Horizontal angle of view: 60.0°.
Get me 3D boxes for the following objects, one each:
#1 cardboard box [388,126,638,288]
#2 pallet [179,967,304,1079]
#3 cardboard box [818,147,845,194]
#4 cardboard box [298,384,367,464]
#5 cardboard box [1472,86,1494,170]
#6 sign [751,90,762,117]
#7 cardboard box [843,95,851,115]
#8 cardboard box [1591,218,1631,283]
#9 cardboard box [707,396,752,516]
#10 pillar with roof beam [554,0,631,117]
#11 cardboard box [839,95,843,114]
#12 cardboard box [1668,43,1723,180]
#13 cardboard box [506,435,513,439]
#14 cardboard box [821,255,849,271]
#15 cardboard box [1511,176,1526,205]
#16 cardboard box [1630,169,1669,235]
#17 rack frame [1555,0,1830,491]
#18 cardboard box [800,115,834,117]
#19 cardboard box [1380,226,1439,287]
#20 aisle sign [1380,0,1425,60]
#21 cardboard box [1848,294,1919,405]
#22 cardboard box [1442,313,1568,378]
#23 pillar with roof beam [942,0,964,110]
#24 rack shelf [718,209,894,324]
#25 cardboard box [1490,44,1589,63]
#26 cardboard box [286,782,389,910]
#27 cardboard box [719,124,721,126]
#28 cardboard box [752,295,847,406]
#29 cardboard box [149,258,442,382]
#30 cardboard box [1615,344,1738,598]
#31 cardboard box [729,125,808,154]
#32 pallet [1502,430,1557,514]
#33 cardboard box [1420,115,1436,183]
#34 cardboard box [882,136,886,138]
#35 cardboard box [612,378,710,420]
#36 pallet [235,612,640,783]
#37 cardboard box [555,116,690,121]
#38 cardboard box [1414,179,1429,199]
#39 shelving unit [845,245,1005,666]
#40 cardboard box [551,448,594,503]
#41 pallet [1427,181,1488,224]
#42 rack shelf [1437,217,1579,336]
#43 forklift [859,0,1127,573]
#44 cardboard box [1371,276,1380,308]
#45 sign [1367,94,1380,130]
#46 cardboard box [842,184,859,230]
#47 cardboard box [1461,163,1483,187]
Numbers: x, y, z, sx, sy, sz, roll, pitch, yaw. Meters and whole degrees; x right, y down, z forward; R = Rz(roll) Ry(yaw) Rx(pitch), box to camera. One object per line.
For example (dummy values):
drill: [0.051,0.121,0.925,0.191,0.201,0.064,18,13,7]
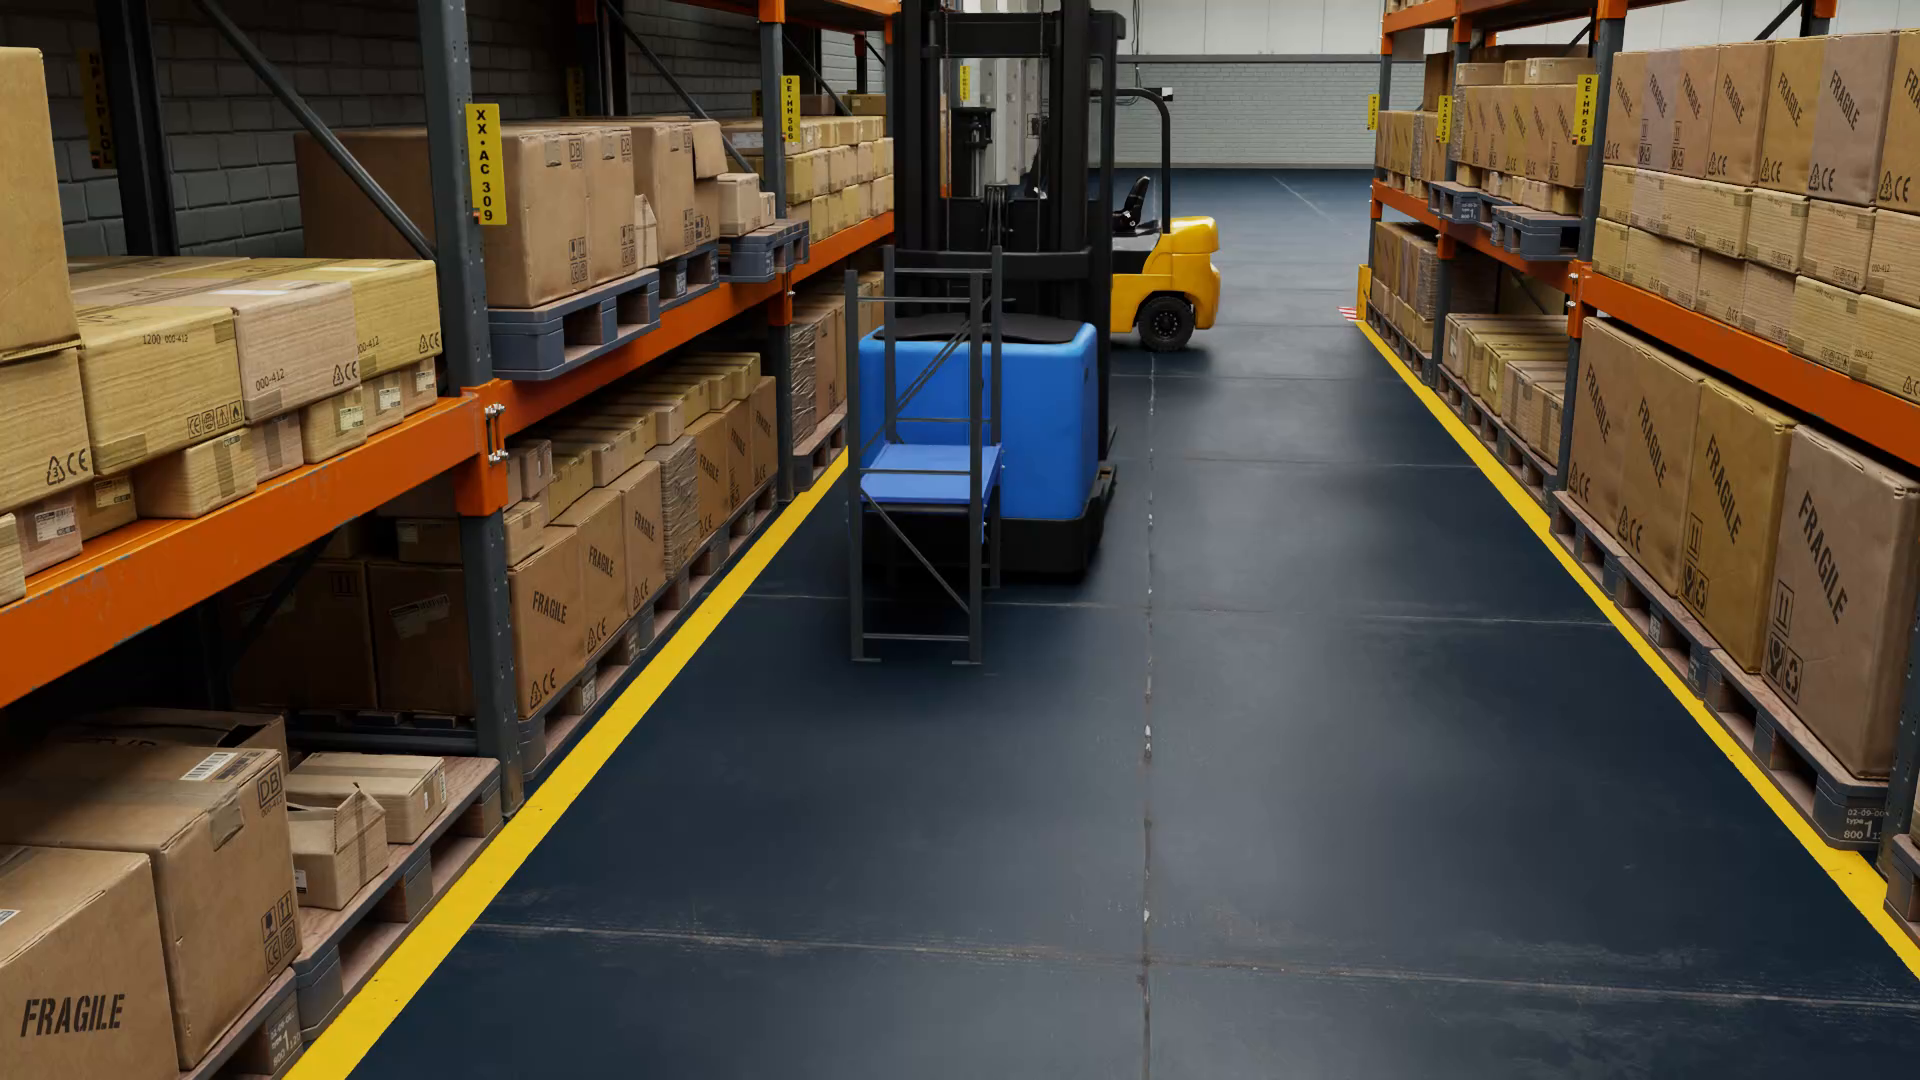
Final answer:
cardboard box: [-1.514,-1.135,5.616,0.700,0.500,0.500,2,15,7]
pallet: [-2.063,1.211,3.279,1.003,0.211,1.213,2,15,6]
cardboard box: [-0.970,-2.210,9.917,0.500,0.250,0.500,1,15,5]
cardboard box: [-1.647,-0.283,3.943,0.380,0.149,0.250,2,15,8]
cardboard box: [3.523,-2.584,10.405,0.500,0.500,0.500,2,15,6]
sign: [-1.498,-3.177,12.356,0.100,0.325,0.005,2,15,6]
cardboard box: [-0.693,-3.355,12.820,0.380,0.149,0.250,2,15,7]
cardboard box: [3.229,-1.331,7.624,0.500,0.250,0.500,1,15,5]
cardboard box: [-1.299,-0.419,7.948,0.500,0.500,0.500,1,15,5]
pillar with roof beam: [2.131,-4.802,8.681,9.100,9.000,0.400,2,15,6]
cardboard box: [-1.125,-3.435,13.115,0.380,0.149,0.250,2,15,6]
cardboard box: [3.116,-1.670,6.485,0.500,0.500,0.500,2,15,8]
cardboard box: [-1.990,-0.381,6.565,0.380,0.149,0.250,2,15,7]
cardboard box: [-1.083,-2.197,13.087,0.500,0.250,0.500,2,15,7]
cardboard box: [3.334,-1.971,9.383,0.380,0.149,0.250,2,15,7]
cardboard box: [3.173,-1.433,7.046,0.500,0.250,0.500,2,15,8]
rack frame: [3.535,-1.523,8.047,1.000,3.000,0.127,2,15,6]
cardboard box: [-1.165,-3.158,12.659,0.380,0.149,0.250,2,15,6]
cardboard box: [4.015,-2.492,14.658,0.500,0.500,0.500,1,15,4]
aisle sign: [4.136,-4.878,15.474,0.394,0.787,0.004,2,15,6]
cardboard box: [2.883,-0.537,4.687,0.500,0.250,0.500,1,15,5]
cardboard box: [3.929,-1.358,11.668,0.950,0.372,0.625,2,15,7]
pillar with roof beam: [4.162,-9.470,25.946,9.100,9.000,0.400,2,15,6]
rack shelf: [-1.172,-1.839,10.596,1.077,0.370,4.000,2,15,6]
cardboard box: [4.251,-3.342,12.100,0.700,0.500,0.500,2,15,6]
cardboard box: [-1.660,0.732,4.141,0.396,0.266,0.258,2,15,8]
cardboard box: [-1.554,-2.256,9.325,0.380,0.149,0.250,2,15,6]
cardboard box: [-1.172,-1.230,10.709,0.875,0.625,0.625,1,15,4]
cardboard box: [-1.664,-0.562,4.213,0.500,0.250,0.500,2,15,8]
cardboard box: [3.269,-0.292,6.761,0.875,0.875,0.875,2,15,7]
cardboard box: [-1.040,-2.173,9.016,0.380,0.149,0.250,2,15,7]
pallet: [3.624,-0.379,9.160,1.003,0.211,1.213,2,15,6]
cardboard box: [3.840,-3.008,12.779,0.500,0.500,0.500,2,15,8]
cardboard box: [-0.637,-2.861,12.805,0.500,0.500,0.500,1,15,5]
cardboard box: [-1.350,-0.636,7.508,0.380,0.149,0.250,2,15,8]
pallet: [-1.795,0.504,5.896,1.003,0.211,1.213,2,15,6]
cardboard box: [-1.611,-1.790,8.039,0.500,0.500,0.500,2,15,9]
cardboard box: [3.831,-2.795,13.233,0.380,0.149,0.250,1,15,5]
shelving unit: [-0.120,-0.382,6.703,0.538,1.500,1.048,1,15,5]
cardboard box: [-1.555,-0.237,6.035,0.380,0.149,0.250,1,15,5]
pallet: [3.755,-2.274,11.191,1.003,0.211,1.213,2,15,6]
rack shelf: [3.760,-1.694,10.059,1.077,0.370,4.000,2,15,6]
forklift: [0.253,-1.607,8.489,1.130,2.935,3.031,2,15,9]
cardboard box: [4.072,-2.272,15.281,0.500,0.250,0.500,2,15,6]
sign: [3.898,-4.031,15.666,0.100,0.325,0.005,2,15,6]
cardboard box: [-0.932,-2.102,10.477,0.500,0.250,0.500,2,15,8]
cardboard box: [3.573,-2.443,11.127,0.380,0.149,0.250,2,15,7]
